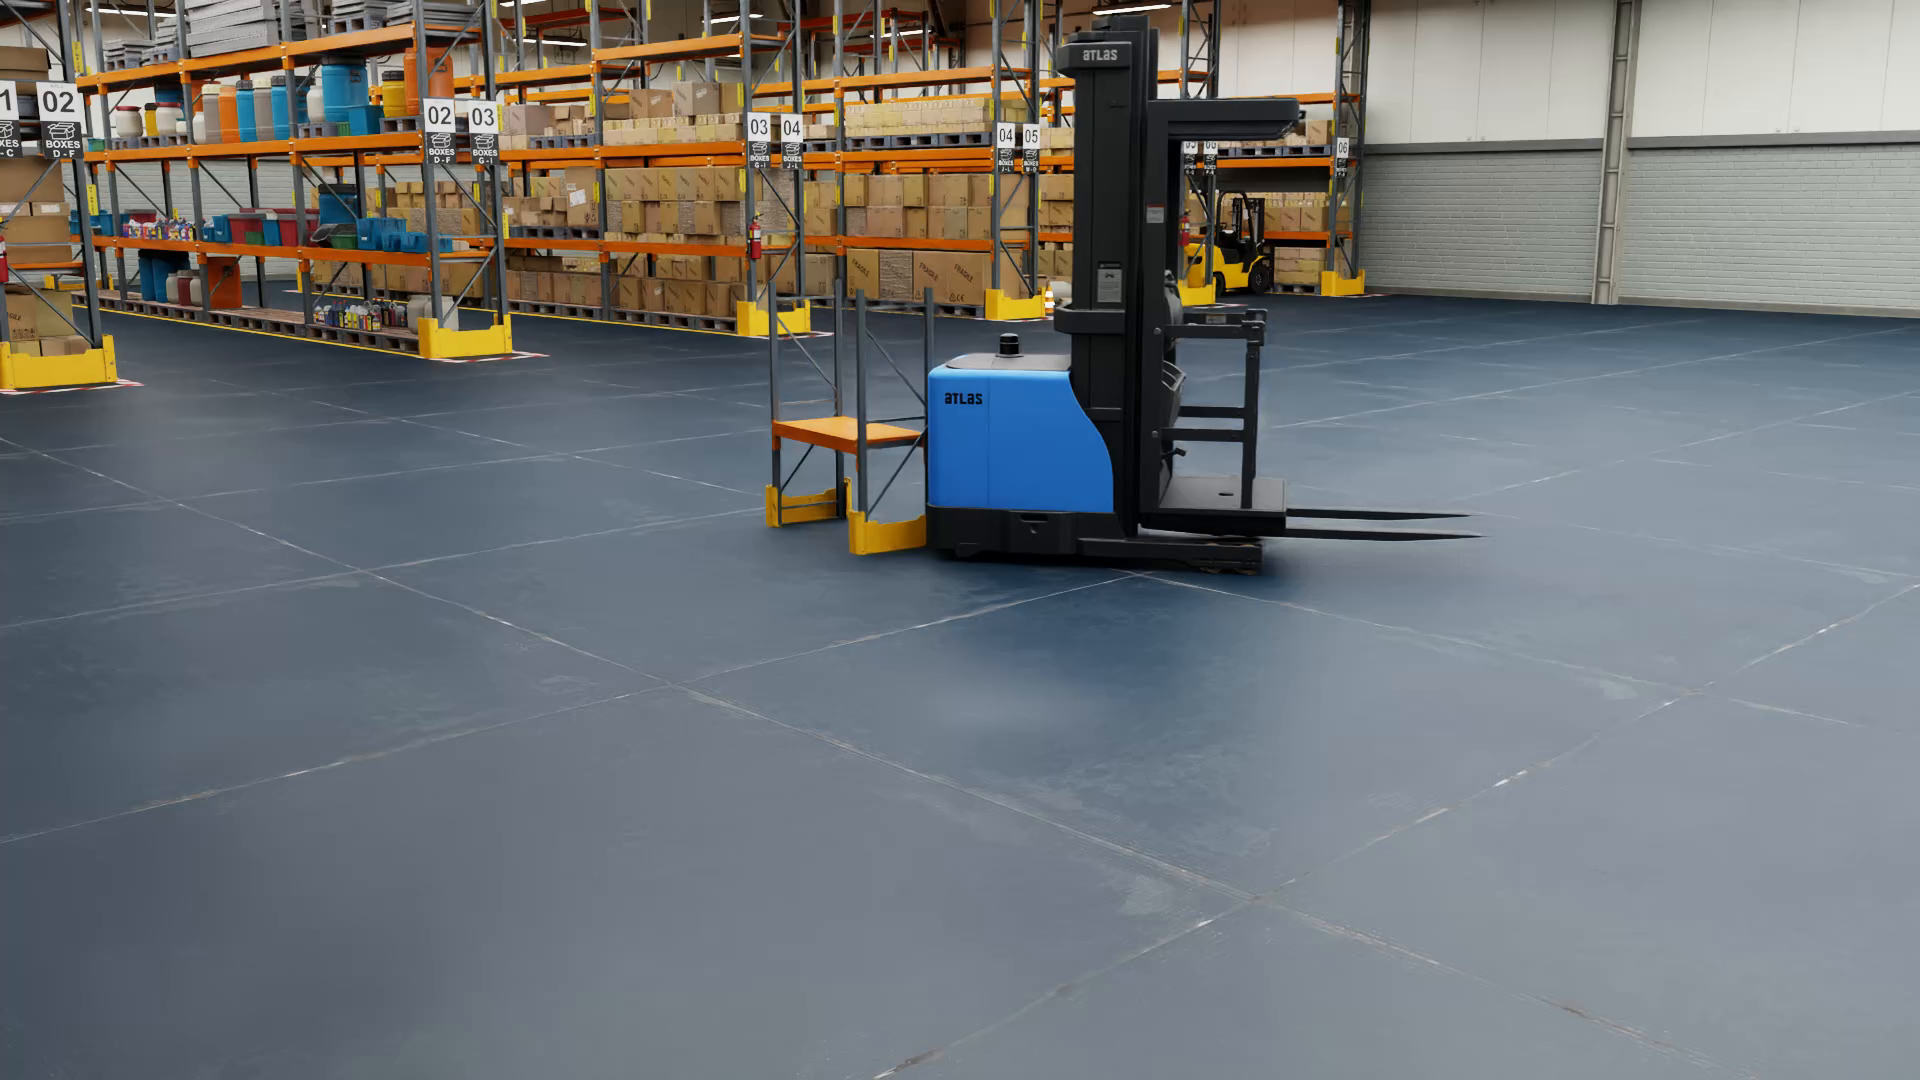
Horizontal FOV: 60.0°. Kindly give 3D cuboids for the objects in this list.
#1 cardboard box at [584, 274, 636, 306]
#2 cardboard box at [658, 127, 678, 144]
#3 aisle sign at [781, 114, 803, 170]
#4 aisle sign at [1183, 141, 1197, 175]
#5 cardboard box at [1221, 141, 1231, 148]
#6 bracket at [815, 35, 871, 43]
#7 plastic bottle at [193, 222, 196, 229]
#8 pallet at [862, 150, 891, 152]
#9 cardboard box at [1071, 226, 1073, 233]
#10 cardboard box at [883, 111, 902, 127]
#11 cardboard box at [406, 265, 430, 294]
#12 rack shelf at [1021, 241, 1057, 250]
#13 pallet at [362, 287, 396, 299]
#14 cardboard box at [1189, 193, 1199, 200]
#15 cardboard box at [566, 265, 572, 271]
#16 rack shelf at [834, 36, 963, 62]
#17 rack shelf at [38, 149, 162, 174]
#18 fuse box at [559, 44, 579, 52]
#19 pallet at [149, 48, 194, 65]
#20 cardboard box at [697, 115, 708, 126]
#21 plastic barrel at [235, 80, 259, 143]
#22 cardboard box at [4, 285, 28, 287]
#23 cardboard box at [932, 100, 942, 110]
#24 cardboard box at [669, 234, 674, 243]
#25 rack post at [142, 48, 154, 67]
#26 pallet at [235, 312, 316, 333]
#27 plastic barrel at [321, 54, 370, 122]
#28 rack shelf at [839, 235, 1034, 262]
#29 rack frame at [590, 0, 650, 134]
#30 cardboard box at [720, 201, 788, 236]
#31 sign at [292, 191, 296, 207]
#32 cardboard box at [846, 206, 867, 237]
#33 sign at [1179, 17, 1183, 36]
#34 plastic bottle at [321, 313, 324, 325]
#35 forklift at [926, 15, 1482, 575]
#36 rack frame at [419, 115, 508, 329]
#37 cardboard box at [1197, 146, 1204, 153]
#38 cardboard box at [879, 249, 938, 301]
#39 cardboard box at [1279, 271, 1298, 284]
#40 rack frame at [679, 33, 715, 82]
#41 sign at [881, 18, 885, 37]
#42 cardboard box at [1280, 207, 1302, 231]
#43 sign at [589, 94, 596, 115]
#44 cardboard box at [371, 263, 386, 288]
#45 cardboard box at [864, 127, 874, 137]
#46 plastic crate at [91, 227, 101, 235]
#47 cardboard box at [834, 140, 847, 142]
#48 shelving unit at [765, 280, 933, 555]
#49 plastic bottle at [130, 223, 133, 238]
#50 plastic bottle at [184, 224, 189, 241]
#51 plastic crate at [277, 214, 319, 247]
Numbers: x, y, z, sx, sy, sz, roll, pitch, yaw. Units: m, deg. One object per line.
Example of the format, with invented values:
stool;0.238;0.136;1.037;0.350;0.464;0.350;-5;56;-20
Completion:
cardboard box;-5.903;-4.227;28.098;0.500;0.500;0.700;10;15;41
cardboard box;-4.294;-6.211;25.562;0.500;0.250;0.500;-11;16;-44
aisle sign;-2.472;-5.865;24.504;0.394;0.787;0.004;-11;16;-43
aisle sign;4.269;-7.164;30.808;0.394;0.787;0.004;-11;16;-43
cardboard box;5.882;-8.597;36.106;0.380;0.149;0.250;-10;15;-41
bracket;-2.416;-13.699;45.184;0.076;0.066;4.783;-11;16;-43
plastic bottle;-12.986;-5.306;28.354;0.144;0.351;0.185;-11;16;-43
pallet;-1.572;-8.571;37.114;1.213;0.211;1.003;-10;15;-40
cardboard box;2.429;-6.171;33.051;0.380;0.149;0.250;-11;16;-43
cardboard box;-1.004;-7.358;29.105;0.500;0.250;0.500;-11;16;-43
cardboard box;-9.945;-5.255;32.207;0.875;0.875;1.225;11;16;43
rack shelf;0.292;-6.463;35.633;1.077;0.370;4.000;-11;16;-43
pallet;-11.487;-5.067;33.981;1.003;0.211;1.213;-11;16;-43
cardboard box;5.266;-7.641;36.971;0.380;0.149;0.250;-10;16;-41
cardboard box;-8.666;-6.145;37.590;0.250;0.149;0.380;11;16;42
rack shelf;-1.645;-12.889;43.719;1.077;0.370;4.000;-11;16;-43
rack shelf;-15.982;-7.029;30.944;1.077;0.370;4.000;-11;16;-43
fuse box;-10.689;-13.561;45.504;0.513;0.334;0.176;-11;16;-43
pallet;-12.315;-7.796;26.910;1.213;0.211;1.003;-11;16;-43
cardboard box;-3.703;-6.259;24.810;0.380;0.149;0.250;-11;16;-42
plastic barrel;-10.488;-6.402;24.877;0.600;0.901;0.708;-11;16;-43
cardboard box;-11.498;-2.805;20.008;0.500;0.500;0.500;-11;16;-43
cardboard box;-0.253;-7.377;28.209;0.380;0.149;0.250;-11;16;-42
cardboard box;-4.312;-4.699;25.910;0.380;0.149;0.250;-11;16;-43
rack post;-13.111;-8.036;27.855;0.937;0.300;0.954;-9;15;-37
pallet;-10.494;-3.374;25.766;1.003;0.211;1.213;-11;16;-43
plastic barrel;-8.467;-6.213;22.917;0.600;0.901;0.708;-11;16;-43
rack shelf;-0.456;-5.175;29.380;1.077;0.370;4.000;-11;16;-43
rack frame;-5.494;-8.081;26.835;1.000;3.000;0.127;-11;16;-43
cardboard box;-3.092;-4.838;24.975;0.875;0.500;0.500;-11;16;-43
sign;-14.187;-7.281;35.475;0.100;0.325;0.005;-11;16;-43
cardboard box;-1.574;-5.841;30.455;0.875;0.550;0.550;-11;16;-43
sign;4.020;-9.339;30.233;0.100;0.325;0.005;-11;16;-43
plastic bottle;-9.033;-3.160;23.662;0.097;0.201;0.097;0;12;0
forklift;1.378;-1.363;9.266;3.031;2.935;1.130;2;12;11
rack frame;-6.314;-3.869;21.257;1.000;3.000;0.127;-11;16;-43
cardboard box;4.441;-7.380;31.487;0.380;0.149;0.250;-11;16;-42
cardboard box;-0.828;-4.752;29.767;0.875;0.875;0.875;-11;16;-42
cardboard box;7.133;-5.590;35.383;0.500;0.250;0.500;-11;16;-43
rack frame;-6.614;-11.214;42.039;1.000;3.000;0.127;-11;16;-43
sign;-1.419;-9.366;30.366;0.100;0.325;0.005;-11;16;-43
cardboard box;7.142;-6.794;35.205;0.500;0.500;0.500;-10;15;-41
sign;-5.893;-6.980;26.668;0.100;0.325;0.005;-11;16;-43
cardboard box;-11.417;-5.583;33.801;0.875;0.875;0.875;-11;16;-43
cardboard box;-1.480;-7.245;29.546;0.380;0.149;0.250;-11;16;-43
plastic crate;-16.021;-5.733;30.808;0.293;0.136;0.466;-11;16;-43
cardboard box;-2.516;-9.048;37.674;0.500;0.500;0.500;-11;16;-42
shelving unit;-0.663;-0.770;9.933;0.587;1.500;1.083;-8;14;-34
plastic bottle;-14.404;-5.396;28.989;0.097;0.271;0.097;0;12;0
plastic bottle;-12.586;-5.013;27.097;0.061;0.283;0.133;-11;16;-43
plastic crate;-9.632;-4.512;24.220;0.402;0.464;0.583;-11;16;-43
